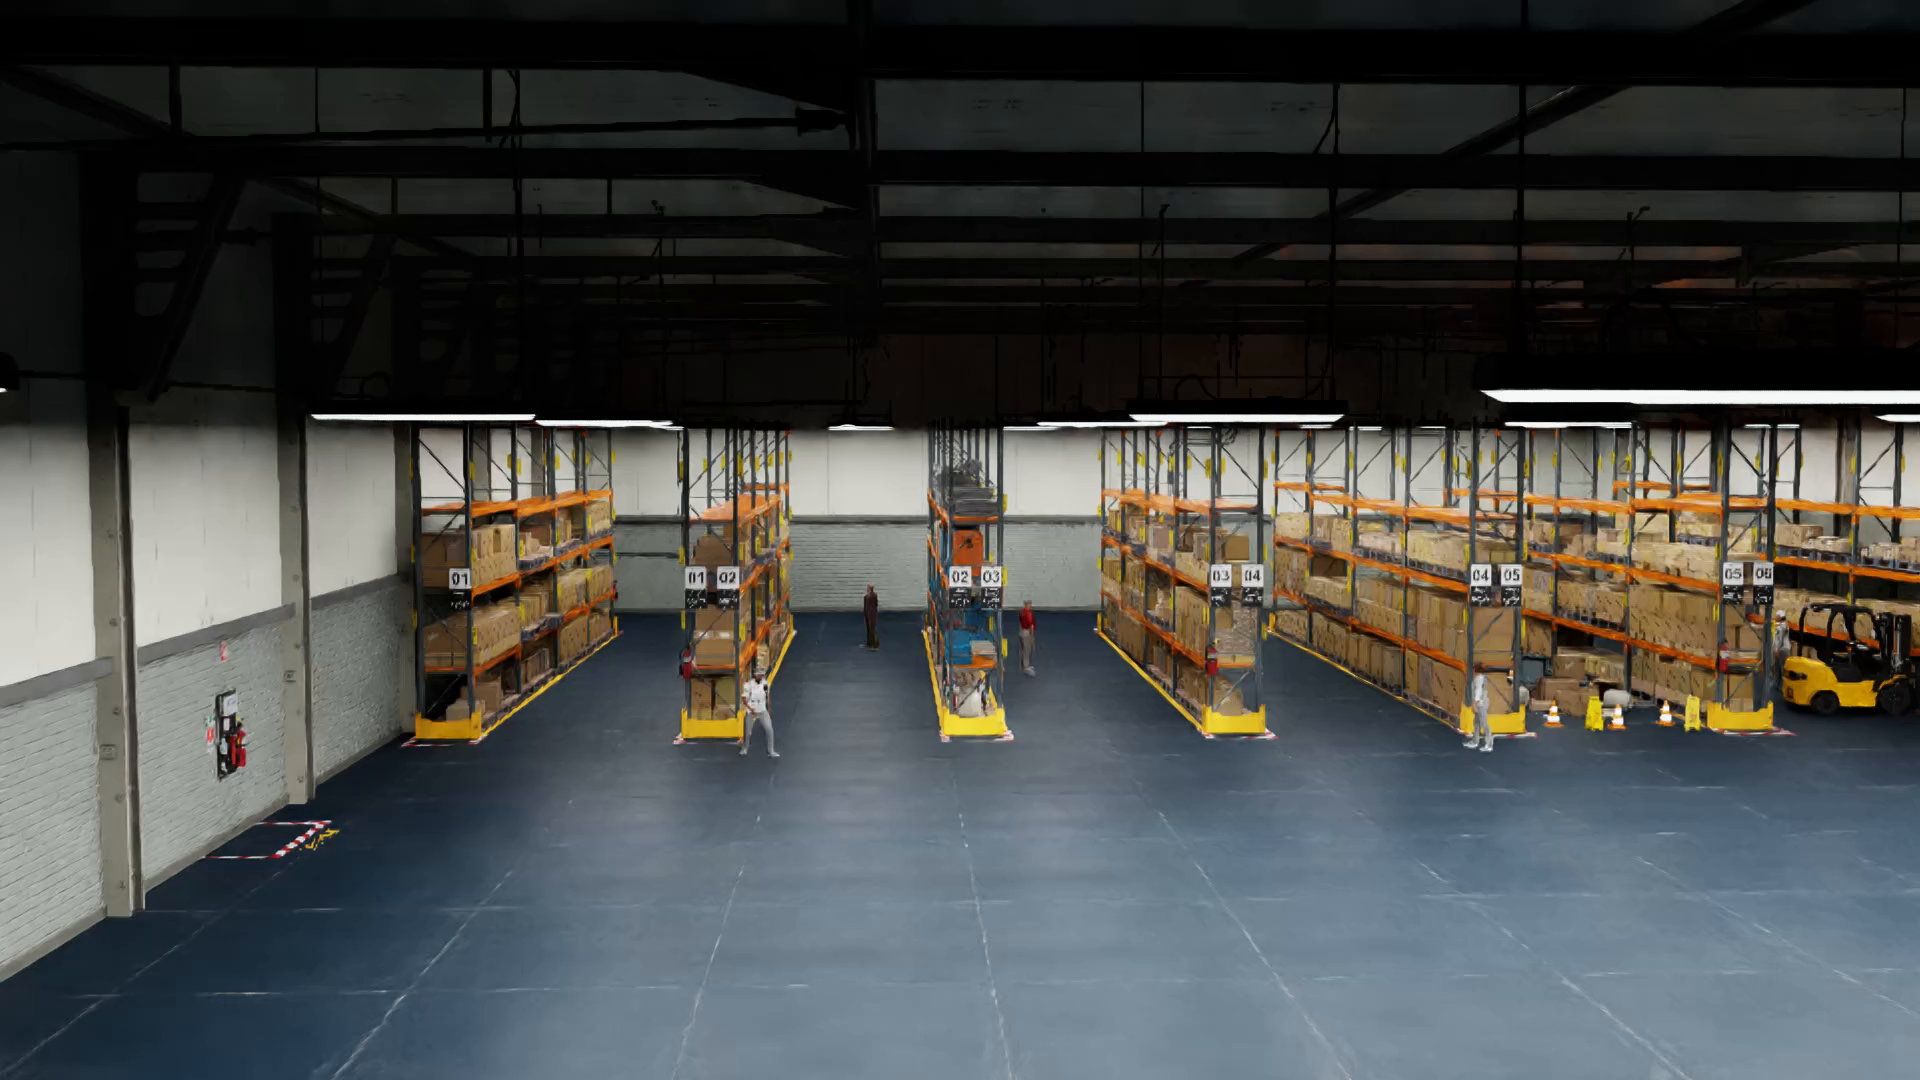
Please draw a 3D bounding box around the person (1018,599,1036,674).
[{"bbox_3d":[1.632,2.273,39.409,0.476,1.738,0.625,-2,4,-25],"label":"person"}]

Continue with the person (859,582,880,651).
[{"bbox_3d":[-2.364,1.984,43.458,0.651,1.773,0.678,1,4,17],"label":"person"}]

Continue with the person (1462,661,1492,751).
[{"bbox_3d":[9.312,2.961,29.897,0.525,1.588,0.539,1,4,17],"label":"person"}]

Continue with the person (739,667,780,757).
[{"bbox_3d":[-3.564,2.998,29.293,0.621,1.606,0.828,-1,4,-19],"label":"person"}]

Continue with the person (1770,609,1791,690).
[{"bbox_3d":[18.163,2.418,36.880,0.557,1.768,0.634,2,4,24],"label":"person"}]
